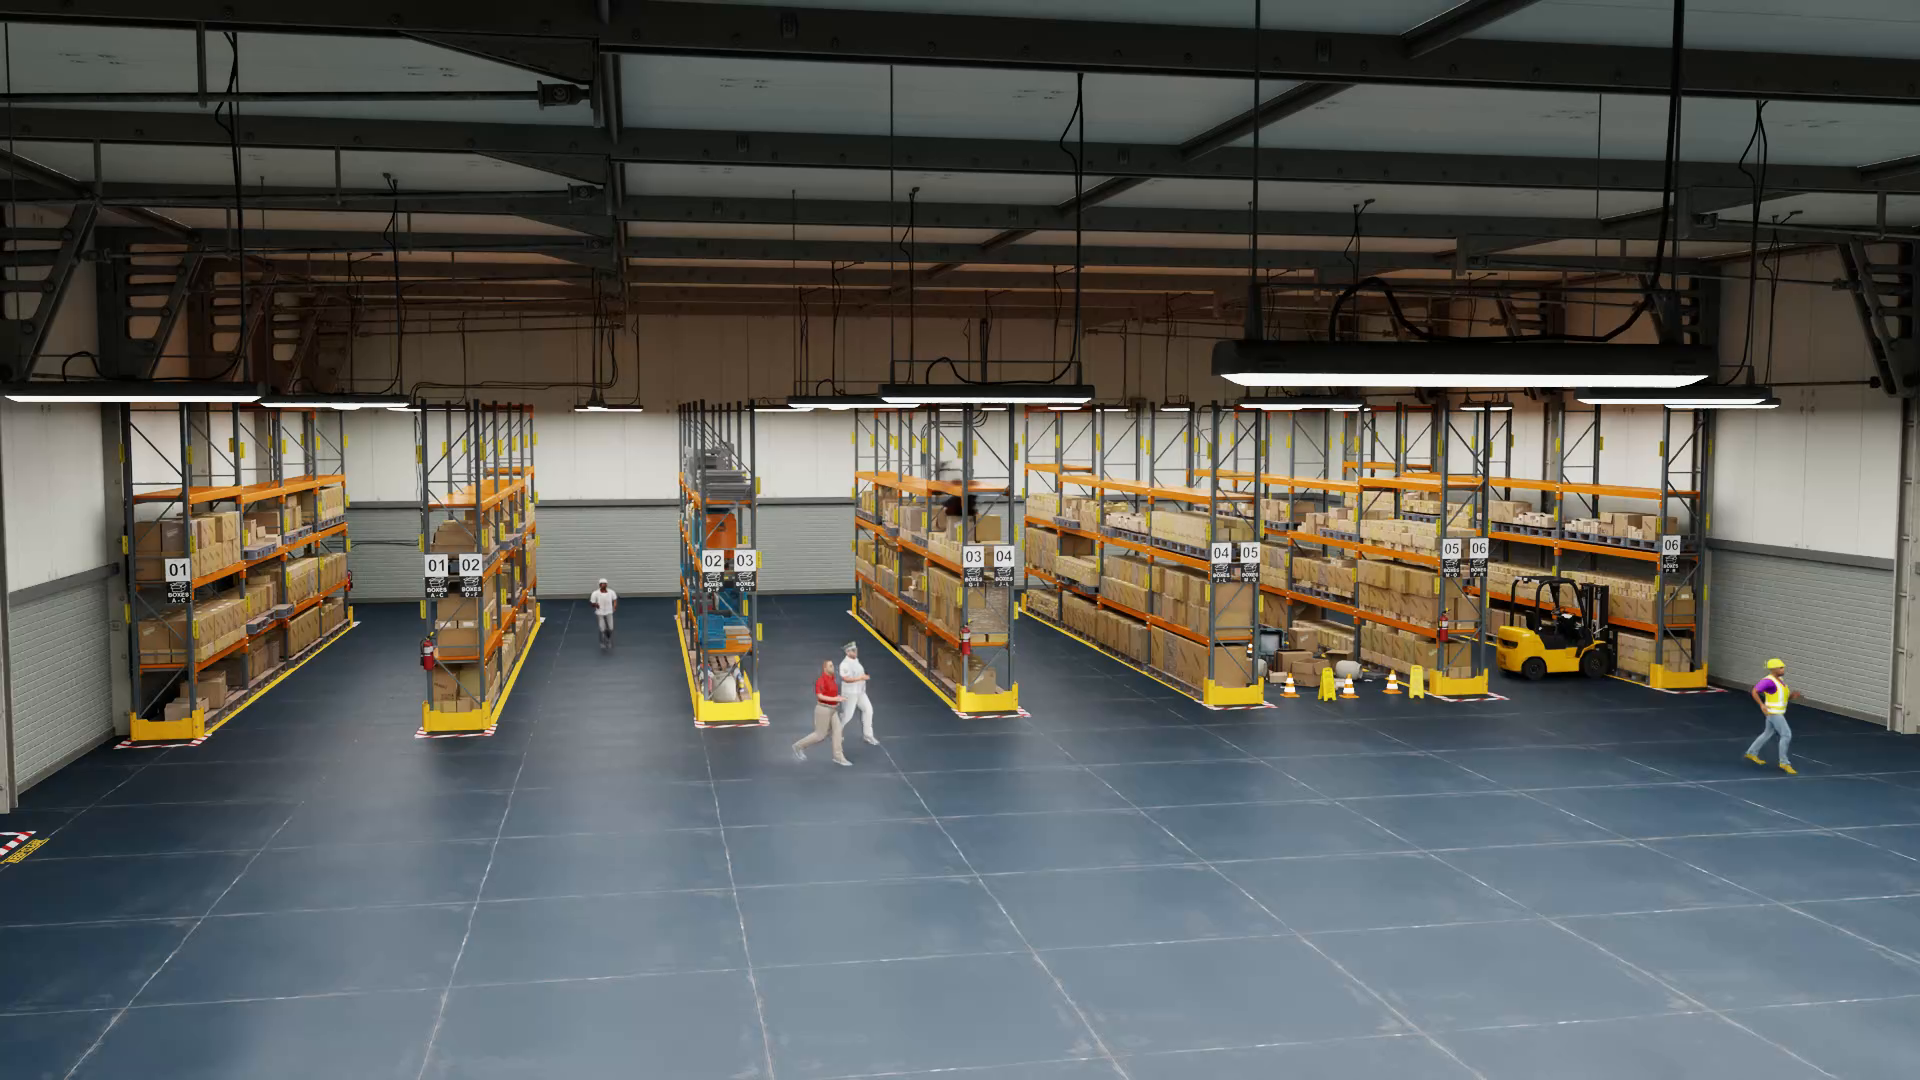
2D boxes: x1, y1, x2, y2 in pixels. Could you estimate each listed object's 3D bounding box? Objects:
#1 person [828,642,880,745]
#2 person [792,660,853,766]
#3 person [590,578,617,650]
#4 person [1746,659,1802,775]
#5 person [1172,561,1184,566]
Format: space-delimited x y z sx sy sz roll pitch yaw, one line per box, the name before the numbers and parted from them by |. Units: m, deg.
person | -1.847 2.668 28.939 0.912 1.816 0.669 2 5 27
person | -2.232 2.821 27.153 0.969 1.742 0.672 1 4 14
person | -8.615 1.805 40.352 0.681 1.746 0.621 -2 5 -20
person | 13.078 2.817 26.729 0.807 1.821 0.677 3 5 36
person | 6.741 1.079 50.963 0.803 1.603 0.669 0 4 -5
